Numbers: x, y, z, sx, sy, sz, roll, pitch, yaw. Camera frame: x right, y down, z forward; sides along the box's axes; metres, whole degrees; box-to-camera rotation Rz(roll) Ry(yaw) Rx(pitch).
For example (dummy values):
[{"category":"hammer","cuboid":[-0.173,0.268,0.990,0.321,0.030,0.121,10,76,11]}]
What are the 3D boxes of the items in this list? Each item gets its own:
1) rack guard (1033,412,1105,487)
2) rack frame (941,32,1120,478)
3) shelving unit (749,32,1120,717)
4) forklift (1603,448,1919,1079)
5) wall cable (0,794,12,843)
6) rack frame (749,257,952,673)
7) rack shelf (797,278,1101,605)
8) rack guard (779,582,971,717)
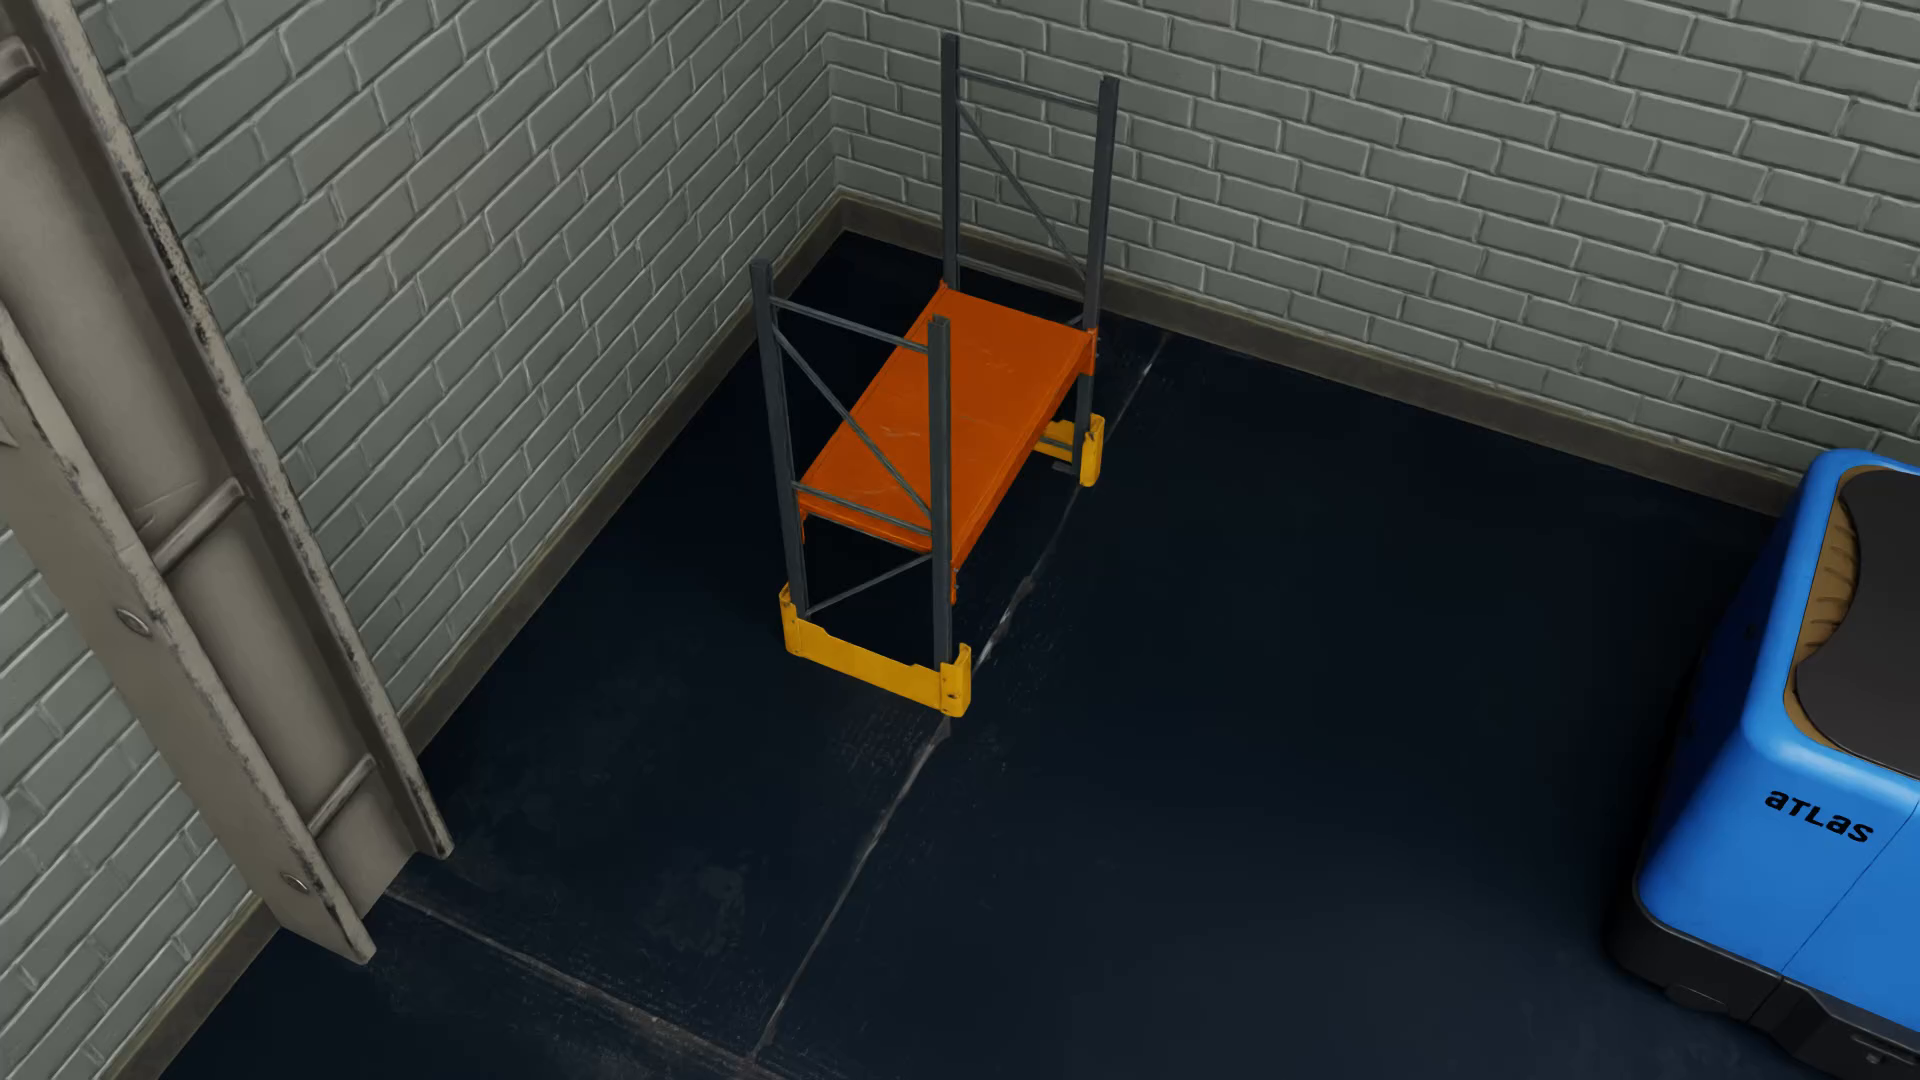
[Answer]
[{"category":"rack guard","cuboid":[0.180,-0.371,5.402,0.587,0.250,0.087,20,52,16]},{"category":"rack frame","cuboid":[0.181,-0.777,4.927,0.500,1.500,0.032,20,52,16]},{"category":"shelving unit","cuboid":[-0.033,-0.434,4.634,0.587,1.500,1.083,20,52,16]},{"category":"forklift","cuboid":[3.203,0.352,3.026,3.031,2.935,1.130,22,53,18]},{"category":"wall cable","cuboid":[-2.278,0.568,2.130,0.084,1.984,1.851,20,52,16]},{"category":"rack frame","cuboid":[-0.254,-0.077,4.331,0.500,1.500,0.032,20,52,16]},{"category":"rack shelf","cuboid":[-0.036,-0.311,4.766,0.538,0.185,1.000,20,52,16]},{"category":"rack guard","cuboid":[-0.245,0.314,4.818,0.587,0.250,0.087,20,52,16]}]
